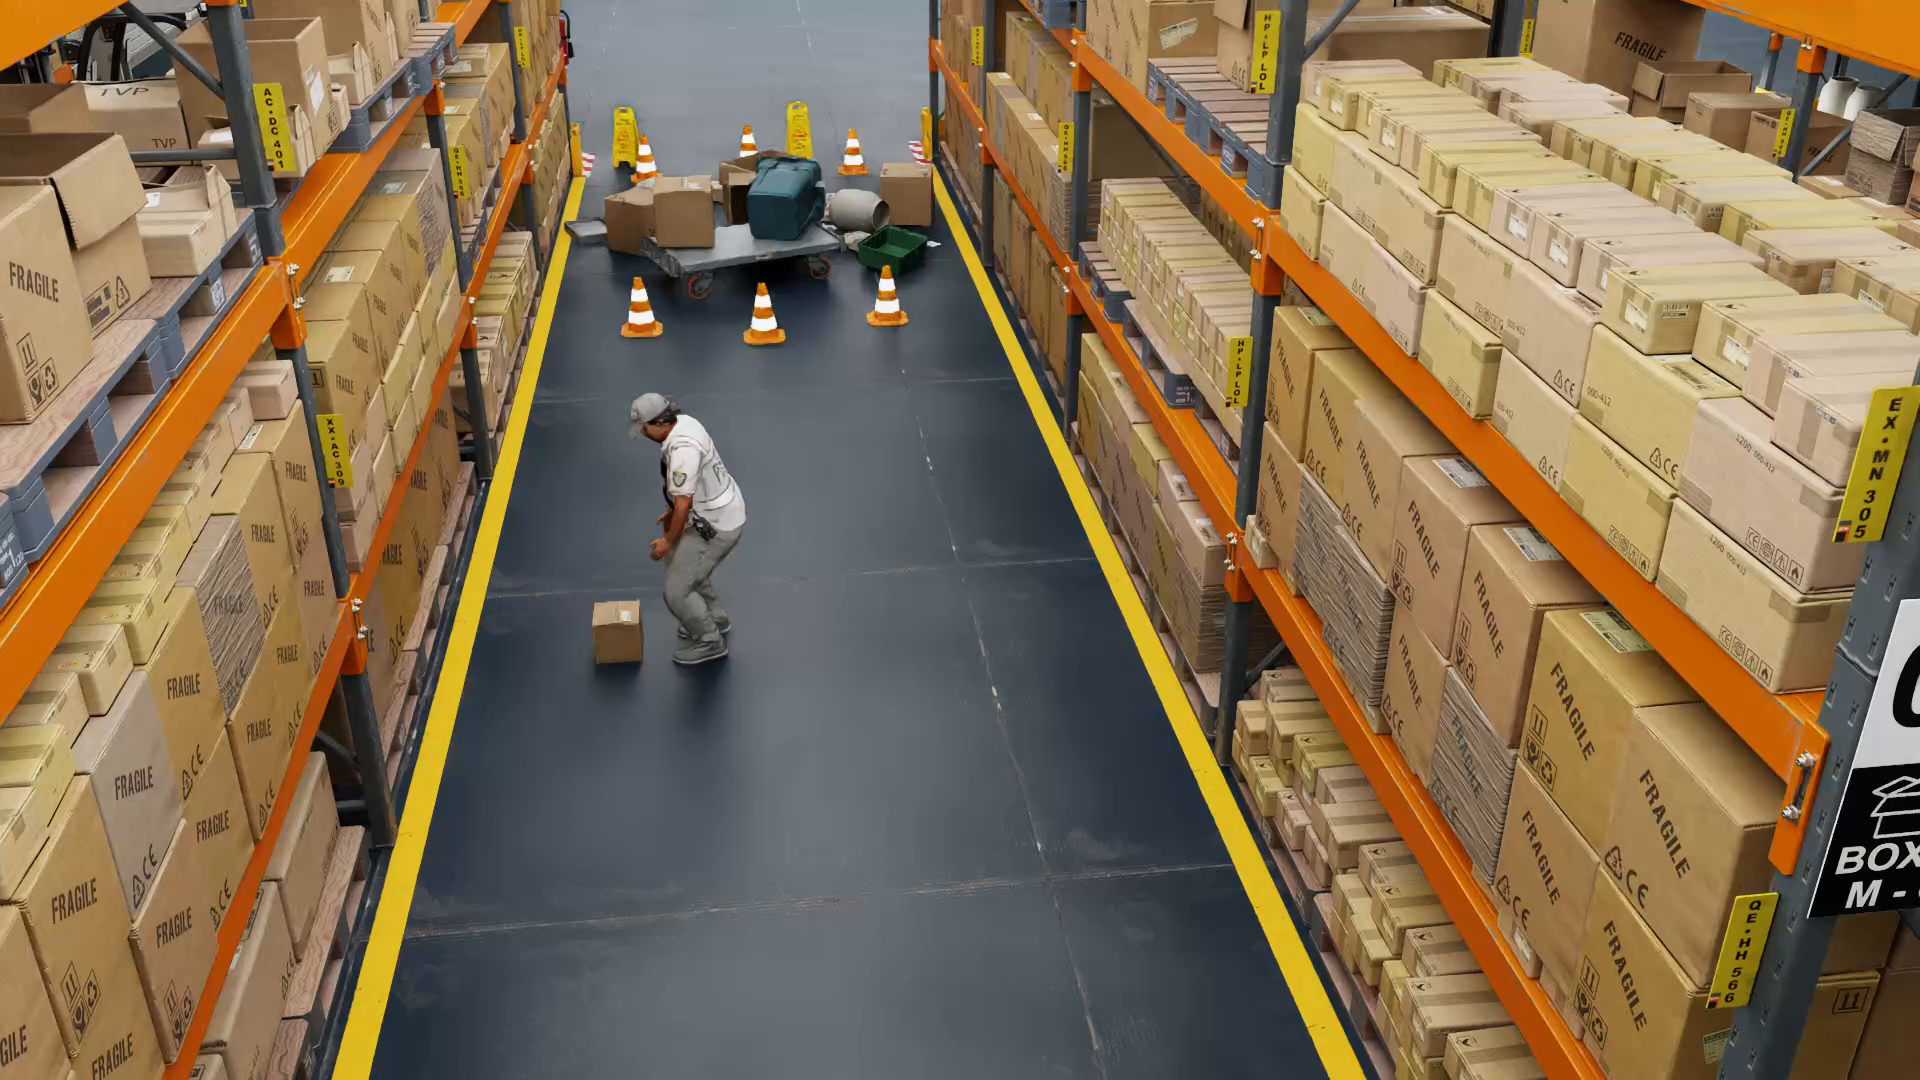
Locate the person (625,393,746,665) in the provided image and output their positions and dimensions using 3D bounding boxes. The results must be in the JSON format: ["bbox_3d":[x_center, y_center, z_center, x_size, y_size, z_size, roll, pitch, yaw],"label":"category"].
[{"bbox_3d":[-1.440,-0.074,8.908,0.591,1.541,0.519,-3,27,-6],"label":"person"}]
